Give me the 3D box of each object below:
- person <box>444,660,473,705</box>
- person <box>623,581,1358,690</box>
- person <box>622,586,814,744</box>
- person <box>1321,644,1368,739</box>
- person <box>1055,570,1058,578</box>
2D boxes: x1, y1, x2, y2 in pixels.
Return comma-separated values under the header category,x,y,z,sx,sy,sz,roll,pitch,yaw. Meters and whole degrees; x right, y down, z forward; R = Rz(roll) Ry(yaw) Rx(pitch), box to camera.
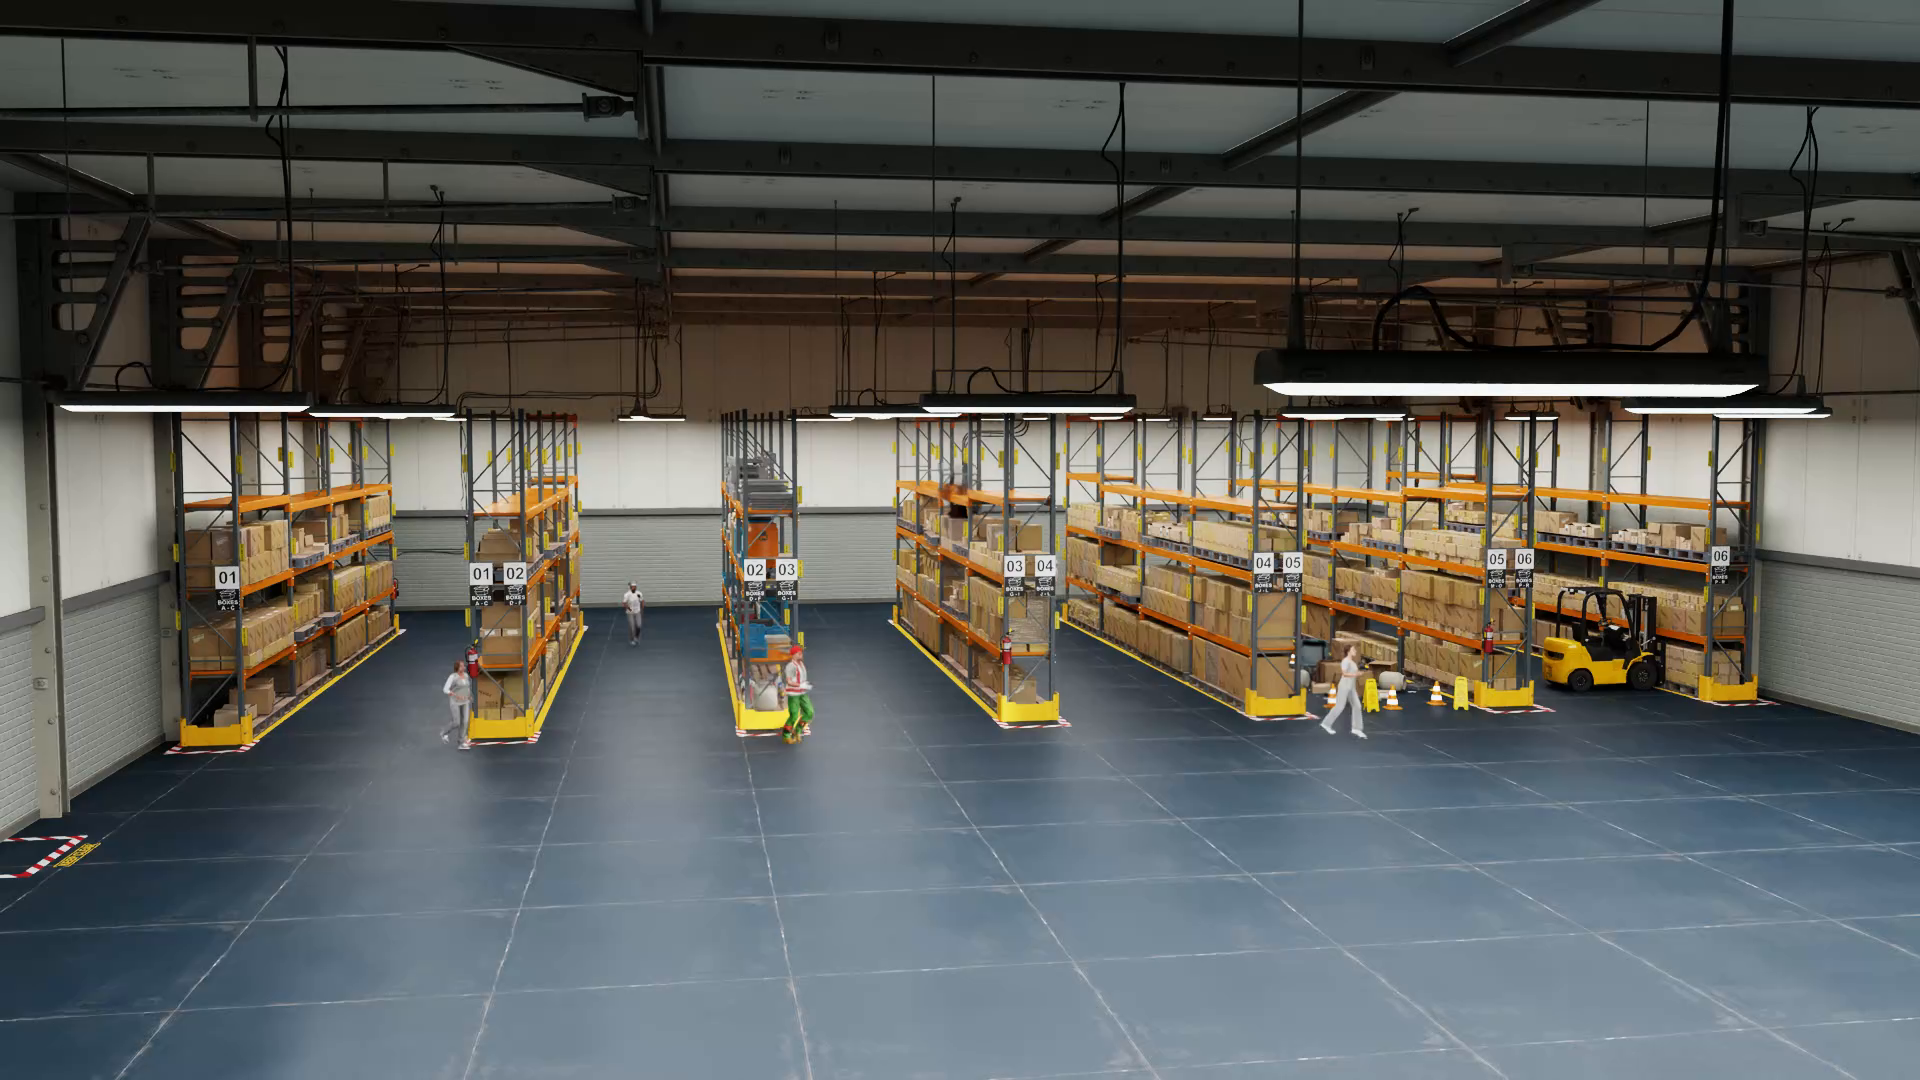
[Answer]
category,x,y,z,sx,sy,sz,roll,pitch,yaw
person,-8.779,2.513,29.250,0.419,0.794,0.571,3,5,36
person,-0.642,2.325,36.729,11.113,1.668,17.549,-1,4,-19
person,-5.655,2.309,36.348,11.688,1.788,10.090,2,4,27
person,7.082,2.753,30.489,0.858,1.707,0.570,3,5,33
person,2.618,1.519,49.735,0.485,1.464,0.768,-1,4,-14
